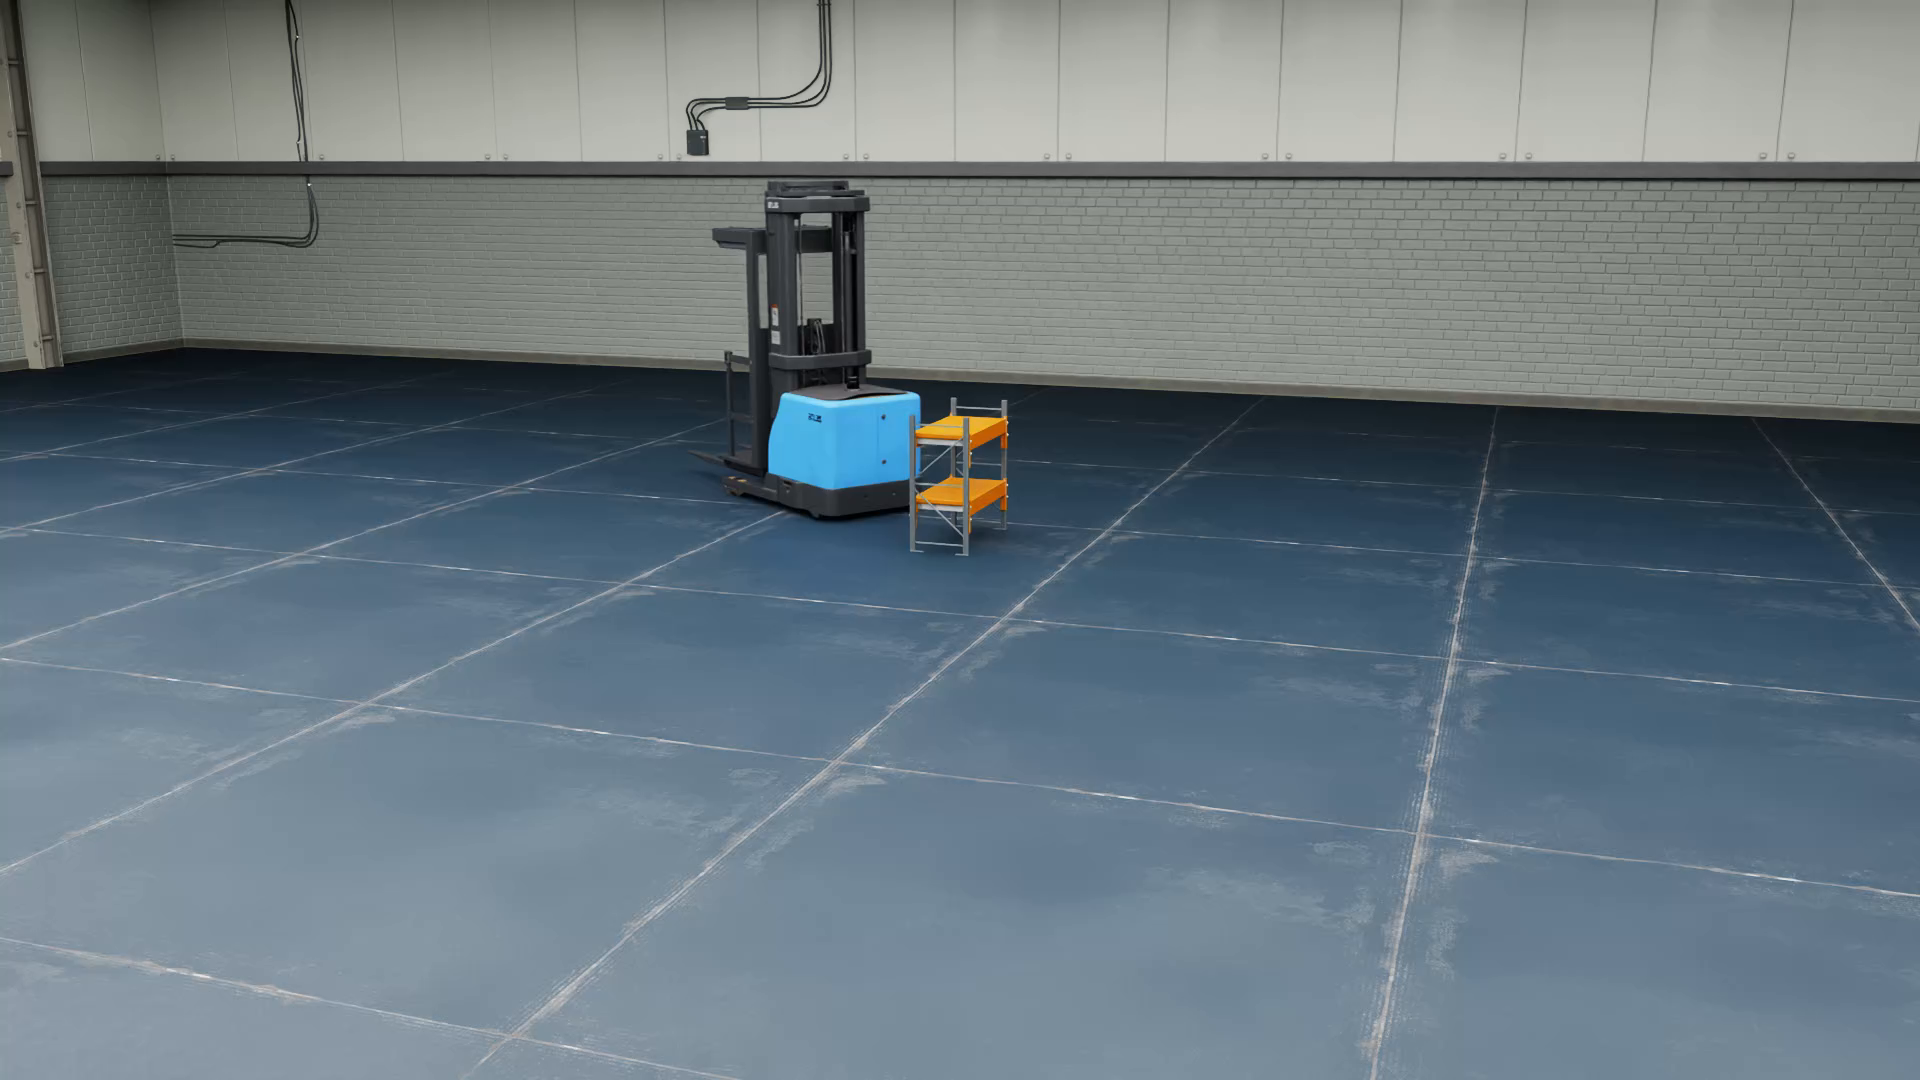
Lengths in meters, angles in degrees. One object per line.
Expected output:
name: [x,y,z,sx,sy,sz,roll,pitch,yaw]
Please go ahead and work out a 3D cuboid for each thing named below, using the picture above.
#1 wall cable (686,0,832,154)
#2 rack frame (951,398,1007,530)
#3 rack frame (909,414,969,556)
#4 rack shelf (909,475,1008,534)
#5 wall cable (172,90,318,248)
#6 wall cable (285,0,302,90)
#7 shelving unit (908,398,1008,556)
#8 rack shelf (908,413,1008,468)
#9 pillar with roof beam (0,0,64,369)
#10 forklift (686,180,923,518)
wall cable: [-2.932,-8.551,23.589,2.305,6.003,0.169,4,14,18]
rack frame: [0.162,-0.654,14.325,0.500,1.125,0.032,4,14,18]
rack frame: [-0.167,-0.440,13.388,0.500,1.125,0.032,4,14,18]
rack shelf: [-0.002,-0.309,13.911,0.538,0.278,1.000,4,14,18]
wall cable: [-11.910,-6.066,27.322,3.097,2.526,0.112,4,14,18]
wall cable: [-9.350,-8.334,25.906,3.097,2.526,0.112,4,14,18]
shelving unit: [-0.002,-0.547,13.857,0.538,1.125,1.048,4,14,18]
rack shelf: [-0.002,-0.832,13.791,0.538,0.278,1.000,4,14,18]
pillar with roof beam: [-10.041,-6.745,23.318,9.100,9.000,0.400,4,14,18]
forklift: [-1.624,-1.896,15.710,1.130,2.935,3.031,-9,16,-36]
